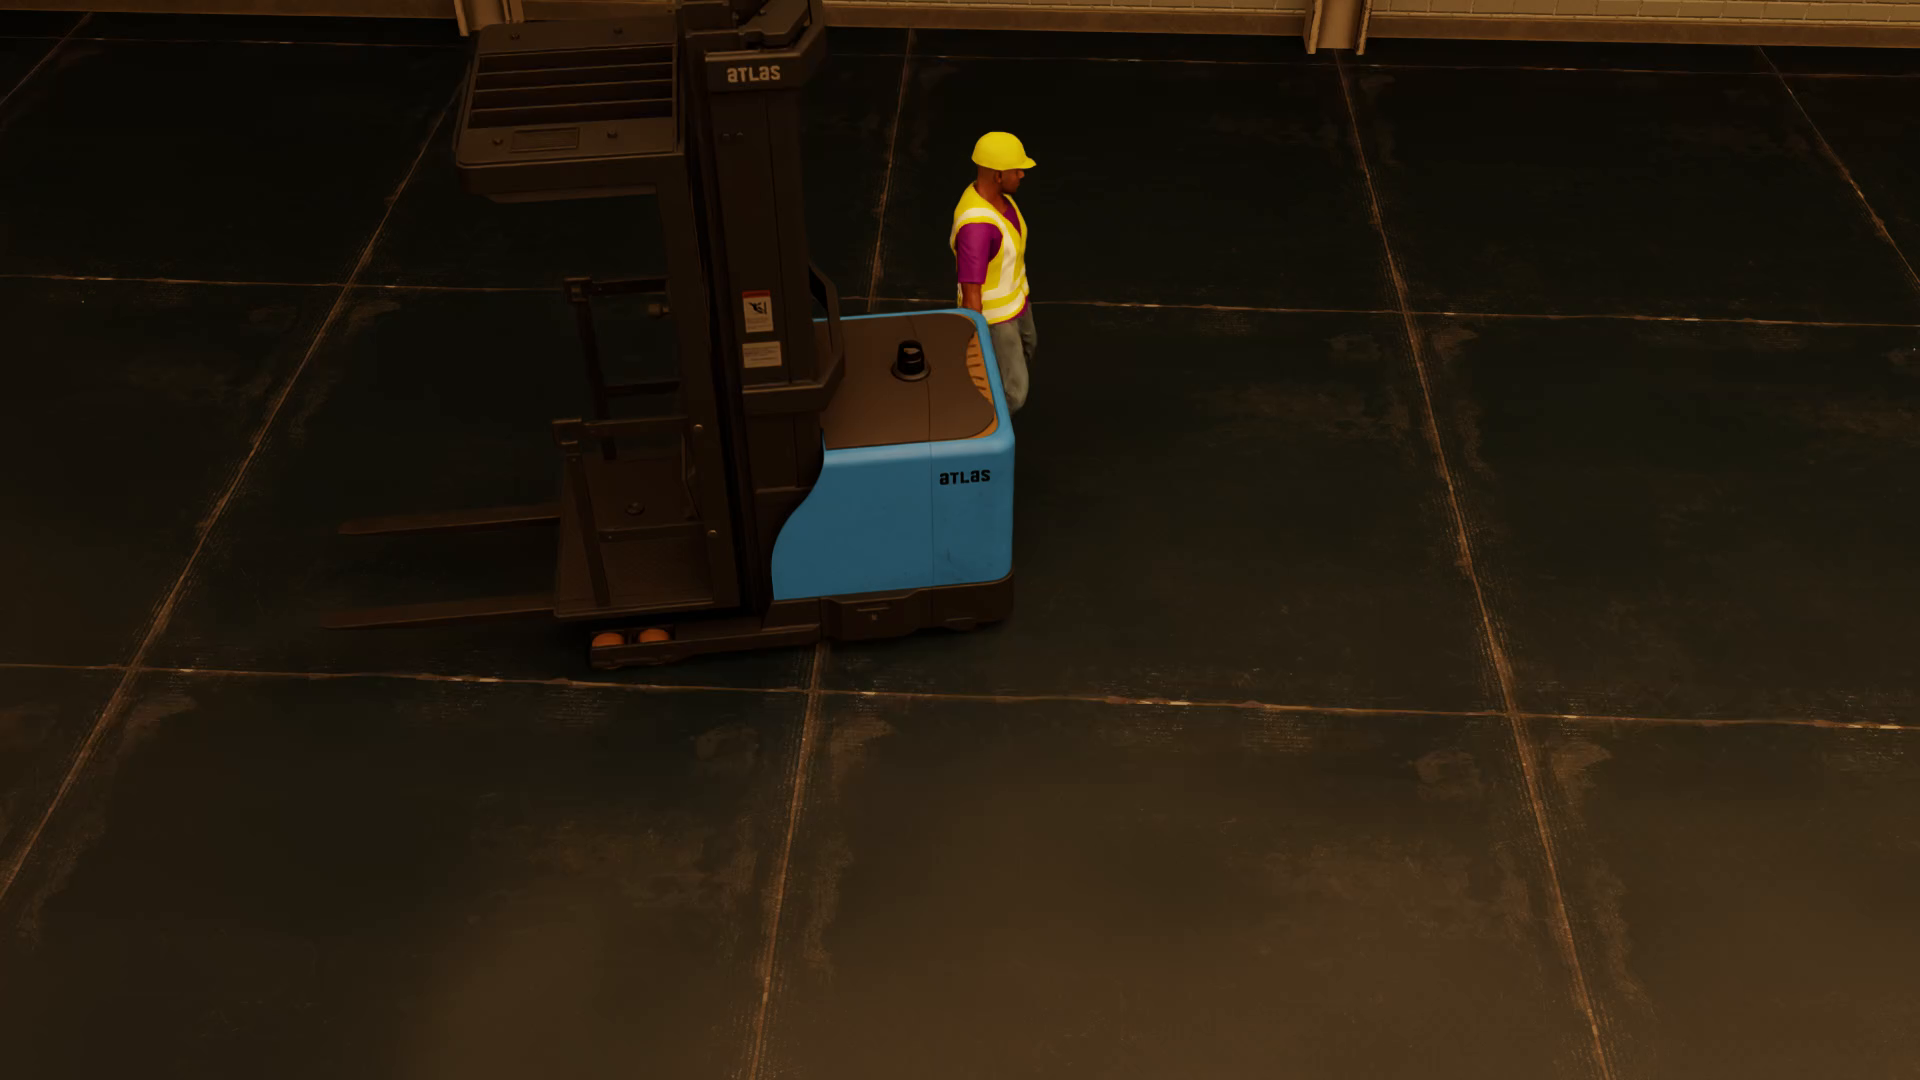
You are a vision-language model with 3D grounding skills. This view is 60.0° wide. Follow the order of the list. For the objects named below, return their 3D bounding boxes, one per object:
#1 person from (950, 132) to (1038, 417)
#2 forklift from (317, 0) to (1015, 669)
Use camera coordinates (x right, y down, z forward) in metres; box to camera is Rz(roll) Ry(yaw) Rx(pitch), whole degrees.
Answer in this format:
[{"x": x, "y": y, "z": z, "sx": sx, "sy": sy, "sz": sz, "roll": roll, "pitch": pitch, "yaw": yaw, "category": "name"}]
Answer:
[{"x": 0.158, "y": -1.109, "z": 7.911, "sx": 0.424, "sy": 1.729, "sz": 0.889, "roll": 9, "pitch": 43, "yaw": 10, "category": "person"}, {"x": -1.316, "y": -0.895, "z": 6.723, "sx": 3.031, "sy": 2.935, "sz": 1.130, "roll": -5, "pitch": 43, "yaw": -5, "category": "forklift"}]
